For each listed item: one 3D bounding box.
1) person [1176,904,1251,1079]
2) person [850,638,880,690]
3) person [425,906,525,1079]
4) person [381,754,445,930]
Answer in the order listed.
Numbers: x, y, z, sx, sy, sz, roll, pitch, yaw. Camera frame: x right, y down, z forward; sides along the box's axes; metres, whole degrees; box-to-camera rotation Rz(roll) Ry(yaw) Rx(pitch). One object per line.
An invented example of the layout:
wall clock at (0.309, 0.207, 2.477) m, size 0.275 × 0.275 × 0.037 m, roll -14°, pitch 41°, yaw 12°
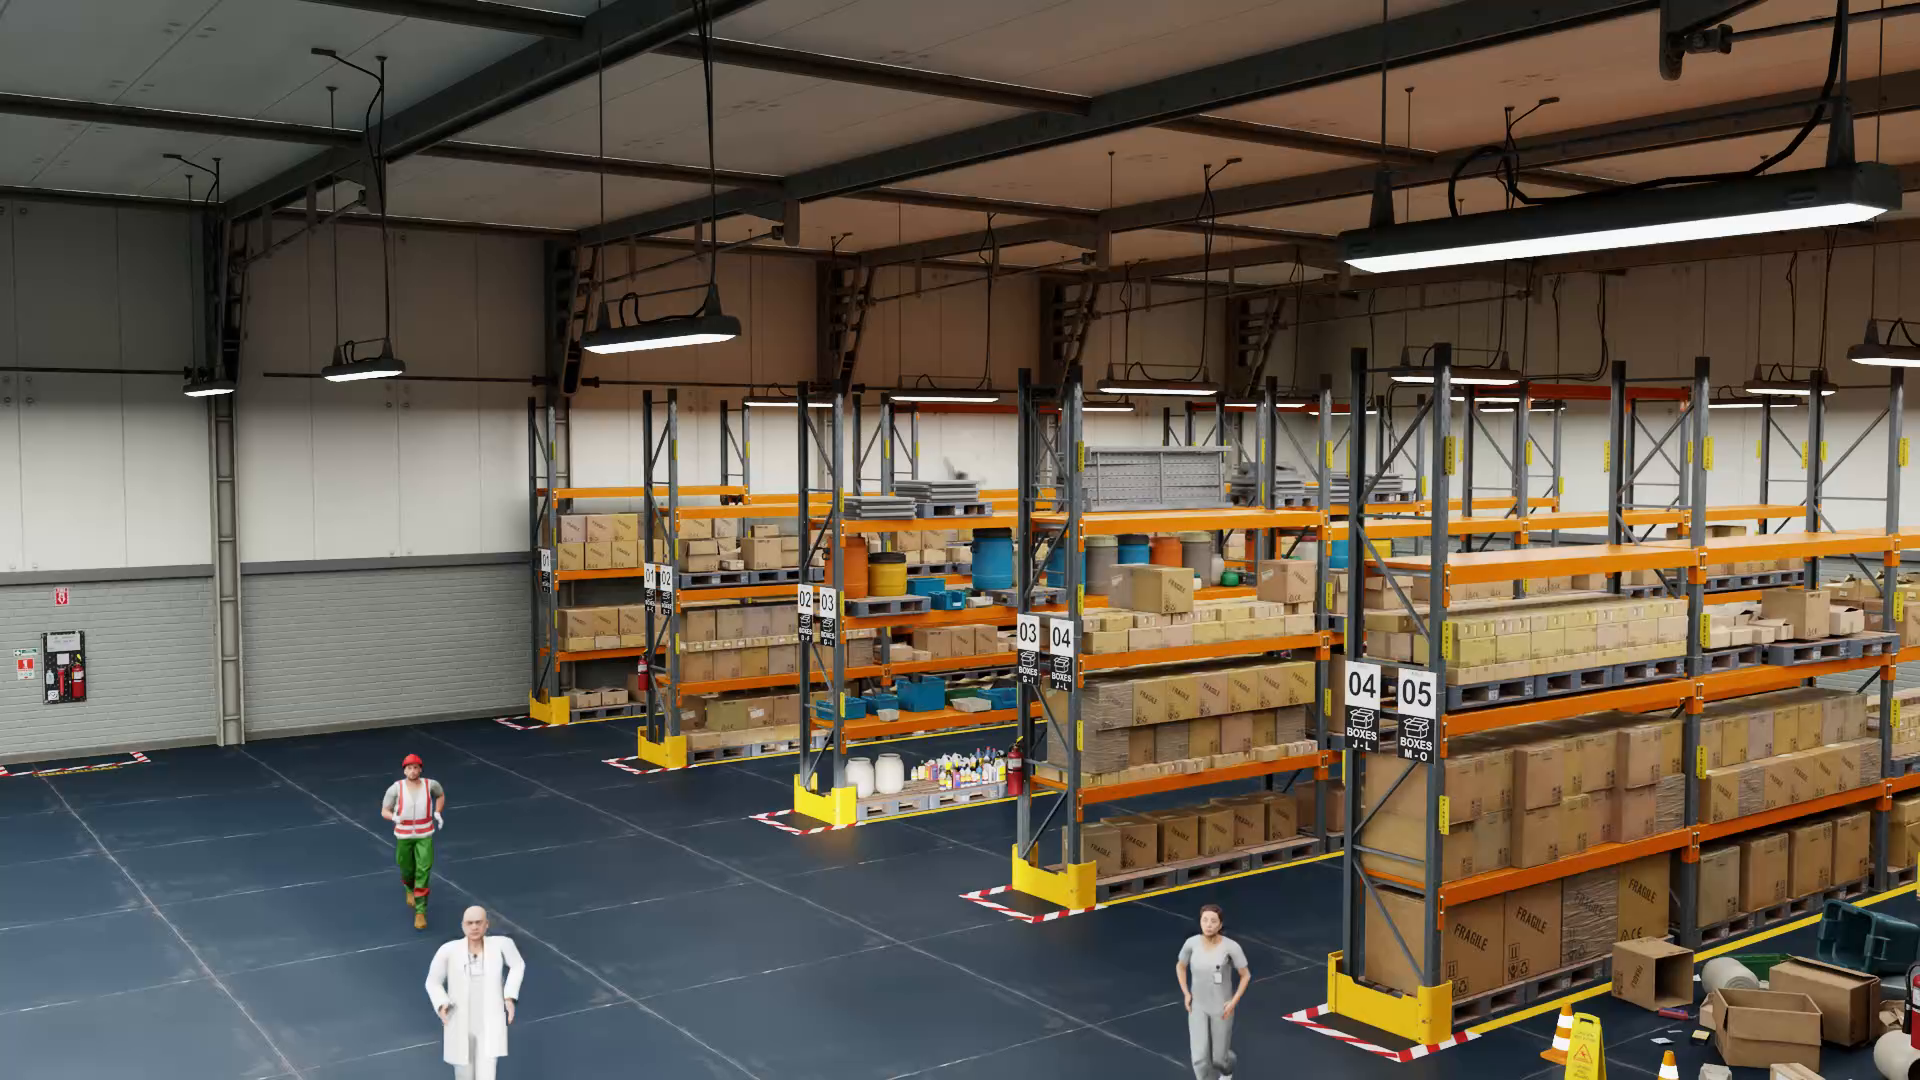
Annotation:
person at (1.947, 3.596, 12.808) m, size 0.581 × 1.629 × 0.707 m, roll 1°, pitch 4°, yaw 19°
person at (-1.780, 2.418, 31.440) m, size 0.649 × 1.804 × 1.026 m, roll 3°, pitch 5°, yaw 43°
person at (-3.564, 3.566, 12.257) m, size 0.711 × 1.765 × 0.955 m, roll -1°, pitch 3°, yaw -15°
person at (-5.870, 3.191, 17.883) m, size 0.656 × 1.786 × 0.987 m, roll -1°, pitch 4°, yaw -19°
